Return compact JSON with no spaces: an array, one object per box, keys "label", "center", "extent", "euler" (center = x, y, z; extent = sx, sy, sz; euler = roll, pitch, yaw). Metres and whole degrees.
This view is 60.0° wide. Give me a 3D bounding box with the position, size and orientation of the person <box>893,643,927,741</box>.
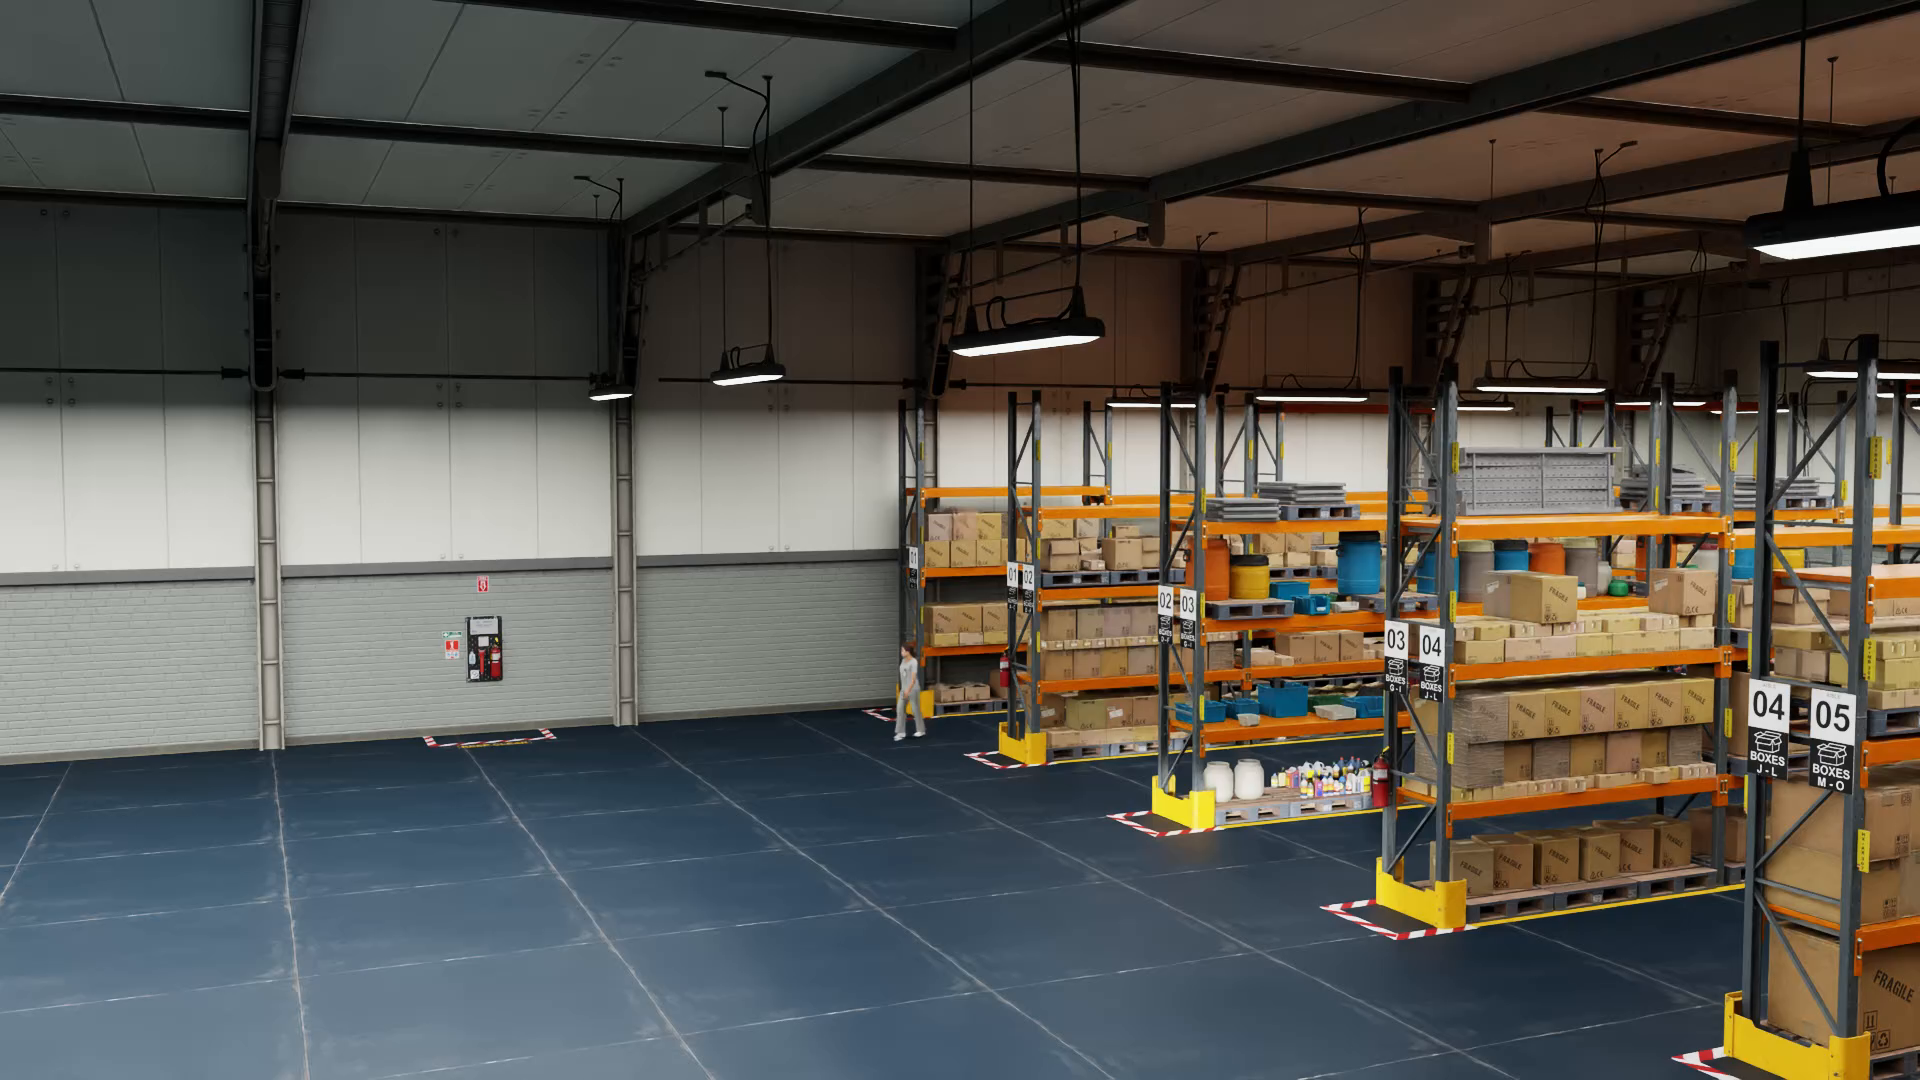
[{"label":"person","center":[-0.888,2.653,29.012],"extent":[0.686,1.723,0.469],"euler":[-3,4,-41]}]
